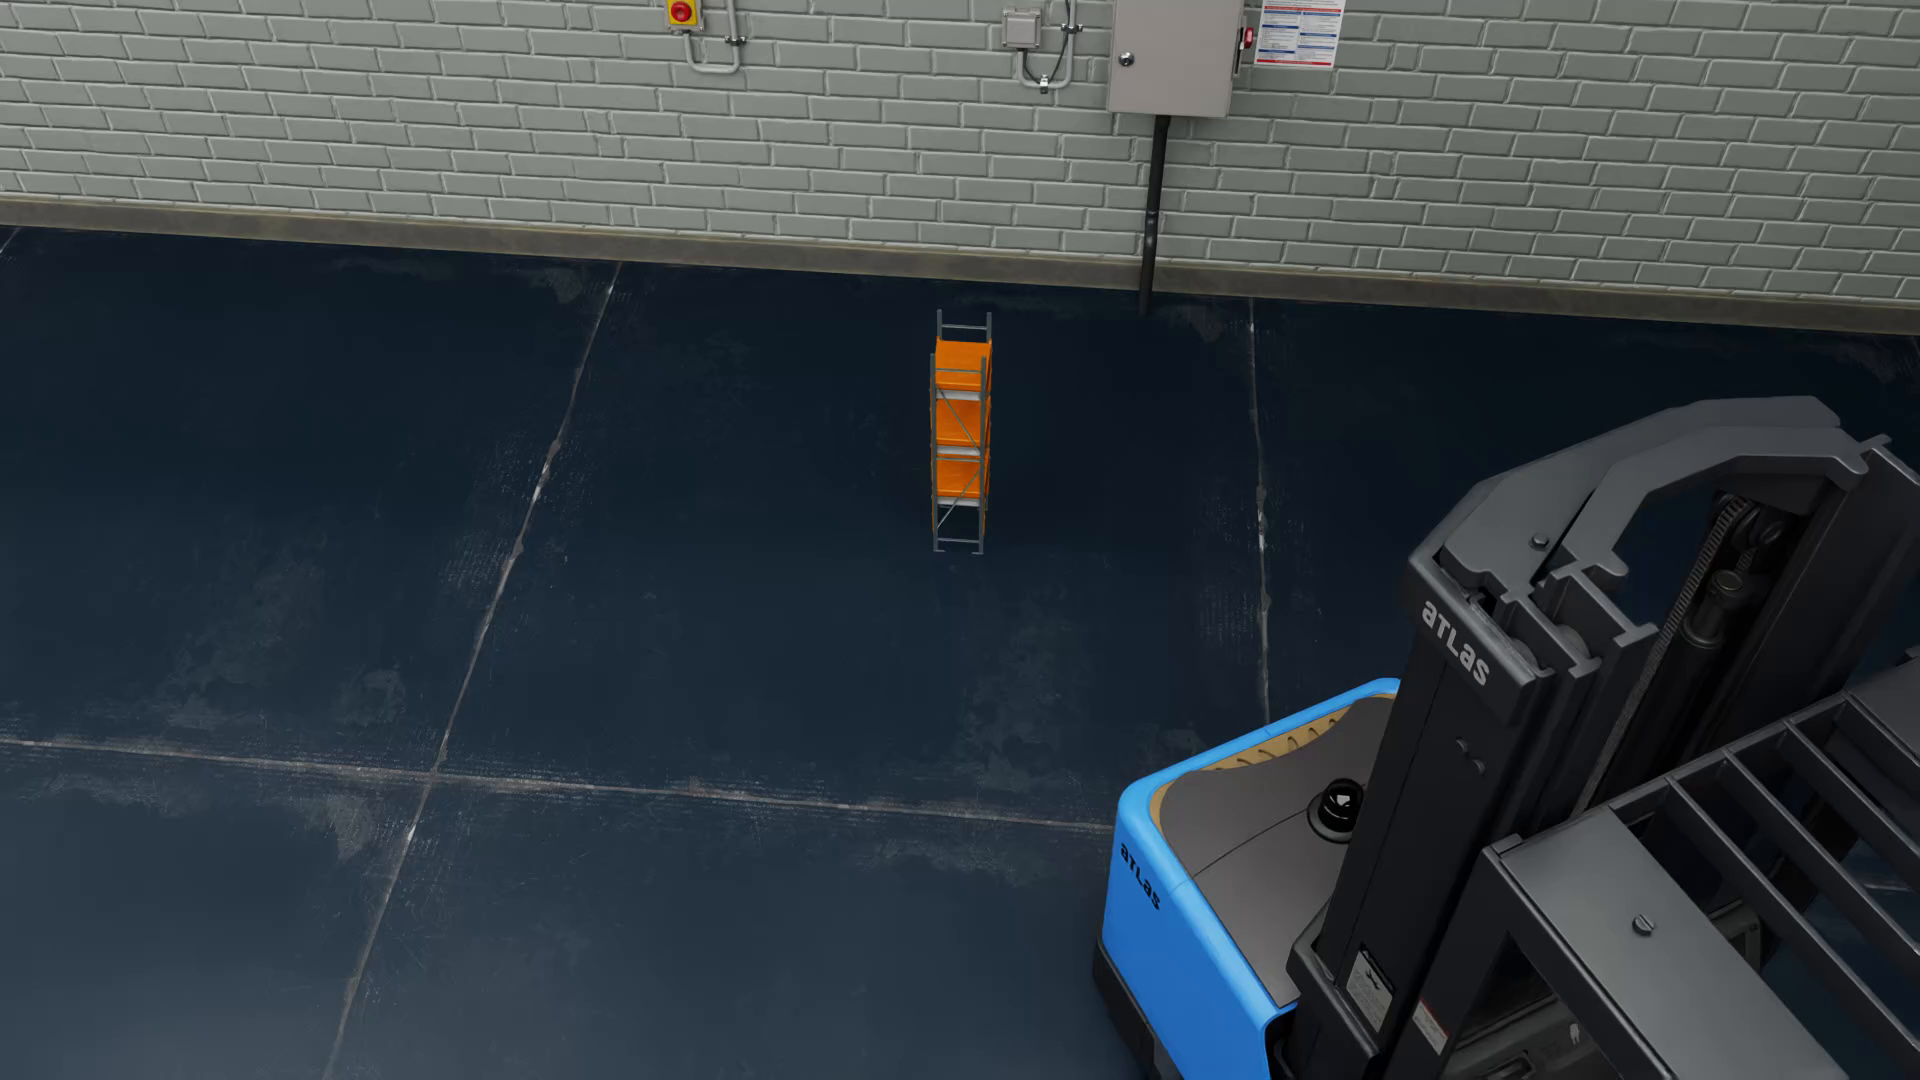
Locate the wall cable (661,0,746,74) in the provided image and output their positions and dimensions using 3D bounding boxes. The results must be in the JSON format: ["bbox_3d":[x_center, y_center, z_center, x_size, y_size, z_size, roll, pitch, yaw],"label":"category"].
[{"bbox_3d":[-1.203,-2.653,6.434,0.585,1.953,0.123,4,48,4],"label":"wall cable"}]

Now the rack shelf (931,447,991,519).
[{"bbox_3d":[0.005,-0.199,6.611,0.215,0.259,0.240,4,48,4],"label":"rack shelf"}]

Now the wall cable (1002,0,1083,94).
[{"bbox_3d":[0.211,-2.556,6.366,0.588,1.984,0.122,4,48,4],"label":"wall cable"}]

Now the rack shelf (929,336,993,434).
[{"bbox_3d":[0.005,-0.578,6.197,0.215,0.259,0.240,4,48,4],"label":"rack shelf"}]

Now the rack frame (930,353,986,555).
[{"bbox_3d":[-0.006,-0.304,6.317,0.200,1.050,0.008,4,48,4],"label":"rack frame"}]

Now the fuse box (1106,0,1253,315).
[{"bbox_3d":[0.876,-1.617,7.069,0.539,1.711,0.414,4,48,4],"label":"fuse box"}]

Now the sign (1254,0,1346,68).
[{"bbox_3d":[1.386,-2.138,6.737,0.329,0.494,0.001,4,48,4],"label":"sign"}]

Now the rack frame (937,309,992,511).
[{"bbox_3d":[0.016,-0.483,6.481,0.200,1.050,0.008,4,48,4],"label":"rack frame"}]

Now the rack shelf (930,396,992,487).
[{"bbox_3d":[0.005,-0.387,6.406,0.215,0.259,0.240,4,48,4],"label":"rack shelf"}]

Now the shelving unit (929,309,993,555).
[{"bbox_3d":[0.005,-0.394,6.399,0.215,1.050,0.252,4,48,4],"label":"shelving unit"}]

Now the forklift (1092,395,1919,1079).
[{"bbox_3d":[1.526,1.257,3.614,1.130,2.935,3.031,-20,51,-17],"label":"forklift"}]
